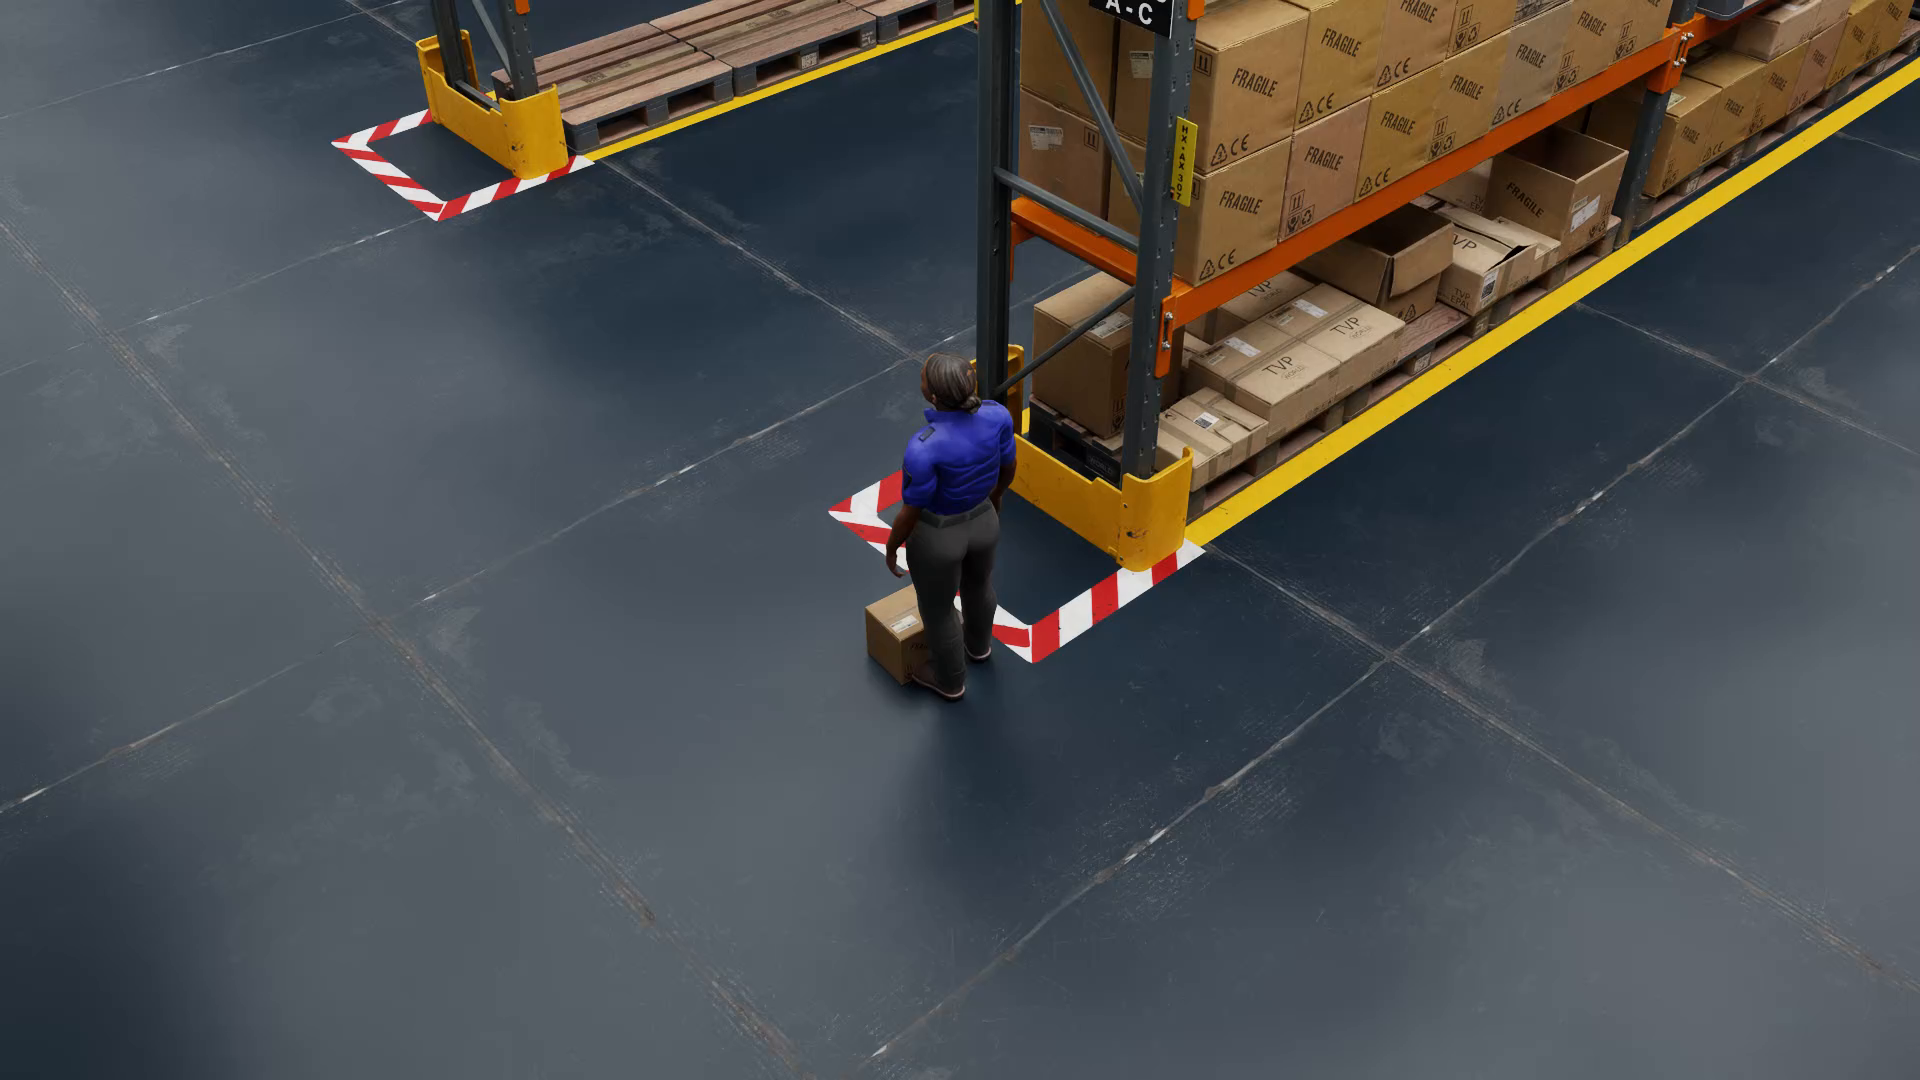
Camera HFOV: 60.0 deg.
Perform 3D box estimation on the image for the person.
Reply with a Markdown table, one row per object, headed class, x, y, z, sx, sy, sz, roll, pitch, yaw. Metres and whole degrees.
| class | x | y | z | sx | sy | sz | roll | pitch | yaw |
| --- | --- | --- | --- | --- | --- | --- | --- | --- | --- |
| person | -0.069 | -0.078 | 6.241 | 0.570 | 1.654 | 0.504 | -26 | 46 | -27 |
